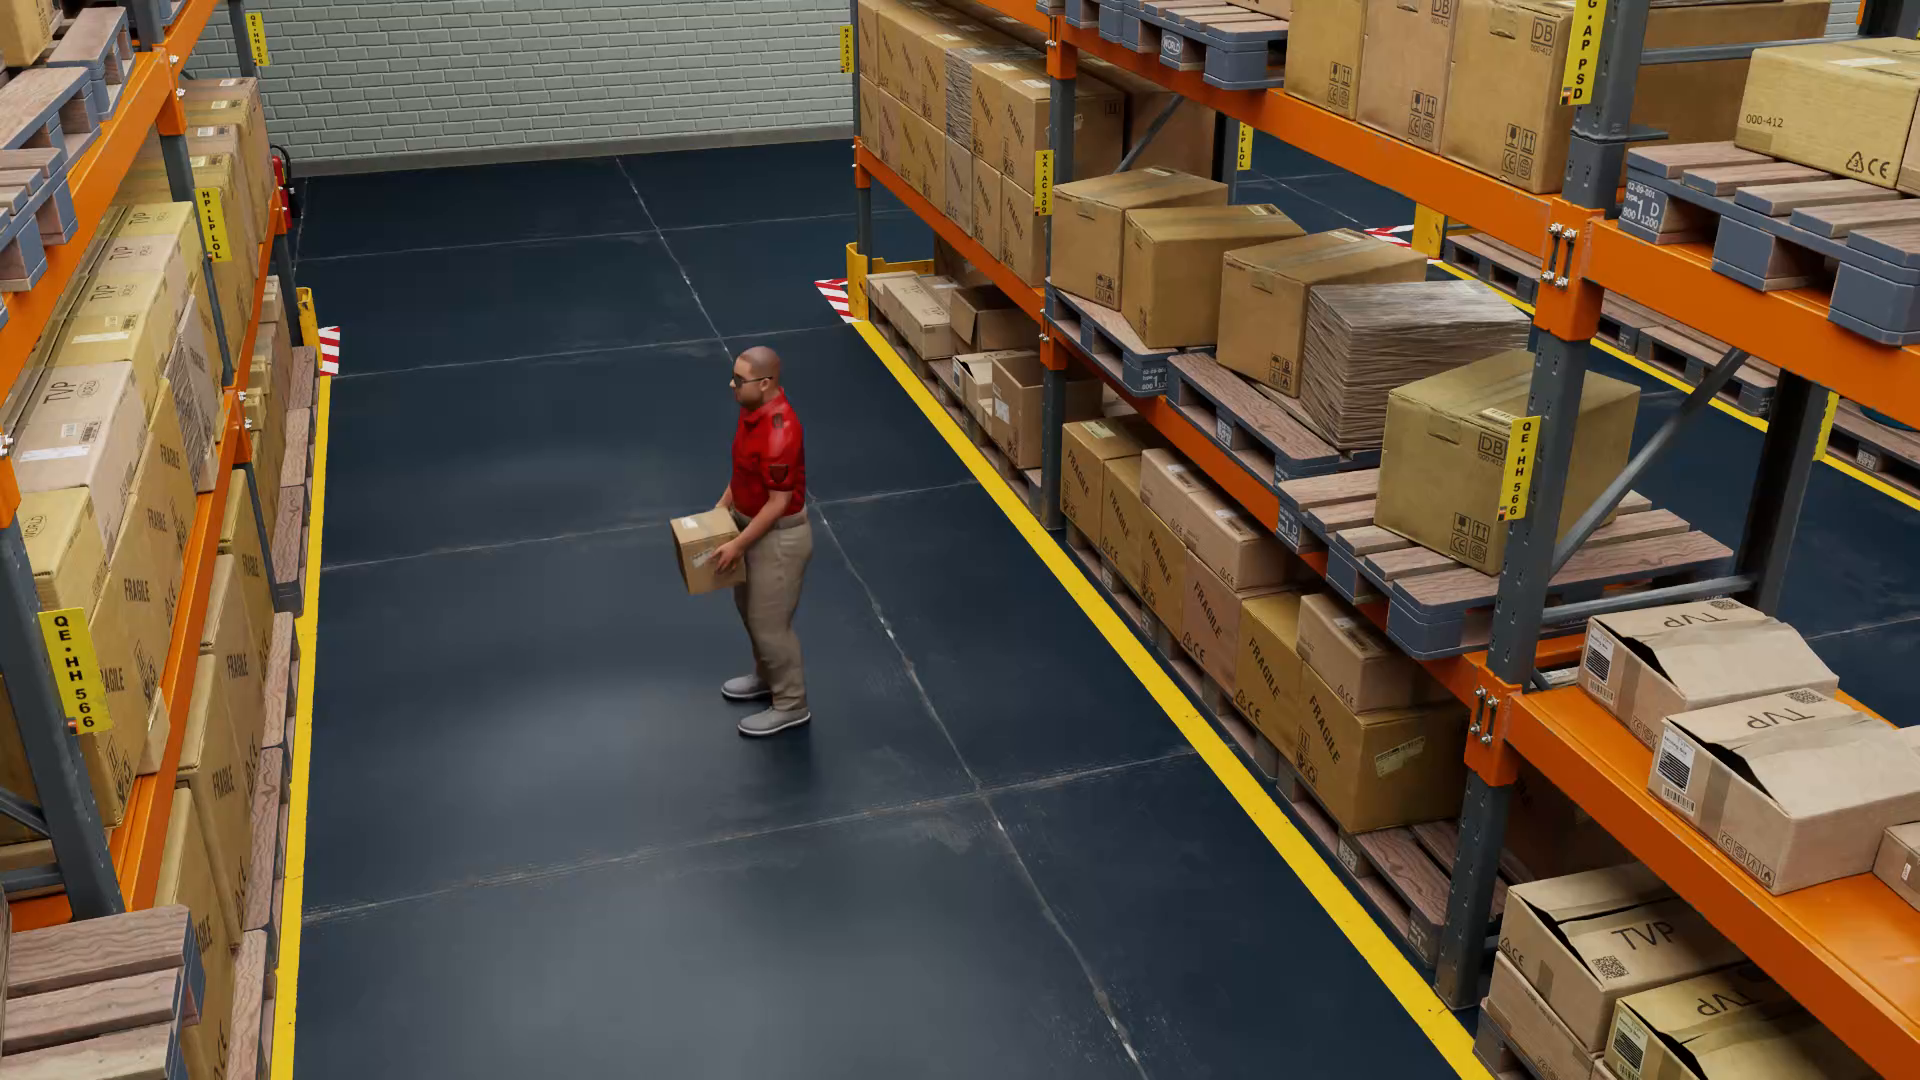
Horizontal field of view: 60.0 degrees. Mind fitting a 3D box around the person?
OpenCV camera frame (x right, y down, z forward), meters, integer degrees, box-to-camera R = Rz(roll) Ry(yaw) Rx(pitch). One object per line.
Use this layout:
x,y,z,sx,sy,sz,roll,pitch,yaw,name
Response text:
-0.880,-0.001,7.124,0.441,1.733,0.533,-9,27,-17,person
